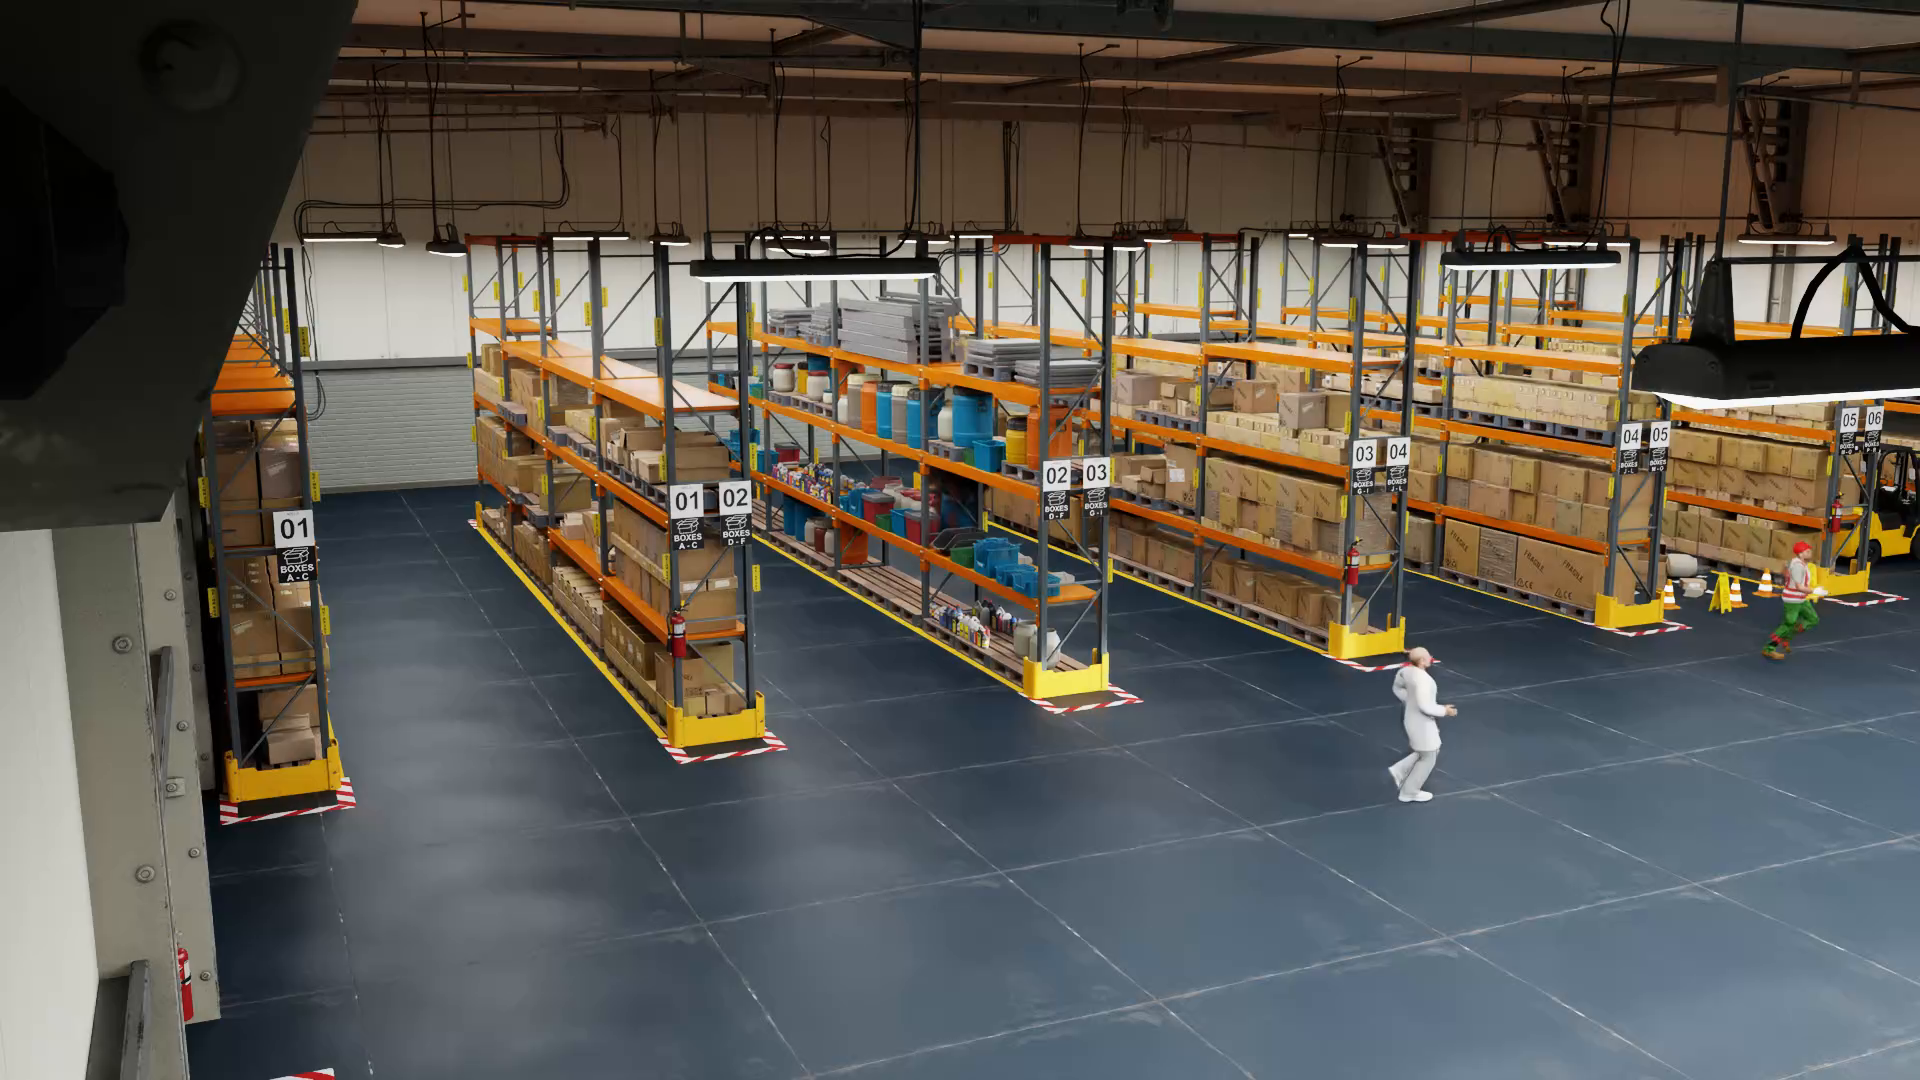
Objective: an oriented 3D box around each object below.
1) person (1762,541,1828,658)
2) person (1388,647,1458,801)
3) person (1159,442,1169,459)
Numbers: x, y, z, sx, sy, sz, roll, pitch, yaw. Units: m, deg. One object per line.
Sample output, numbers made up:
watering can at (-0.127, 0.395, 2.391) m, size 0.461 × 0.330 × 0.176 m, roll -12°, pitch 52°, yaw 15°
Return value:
person at (12.107, 0.863, 24.031) m, size 0.781 × 1.736 × 0.685 m, roll 7°, pitch 13°, yaw 32°
person at (5.063, 2.009, 18.186) m, size 0.651 × 1.729 × 0.701 m, roll -1°, pitch 11°, yaw -3°
person at (4.416, -1.290, 35.532) m, size 0.577 × 1.642 × 0.580 m, roll -3°, pitch 11°, yaw -16°
